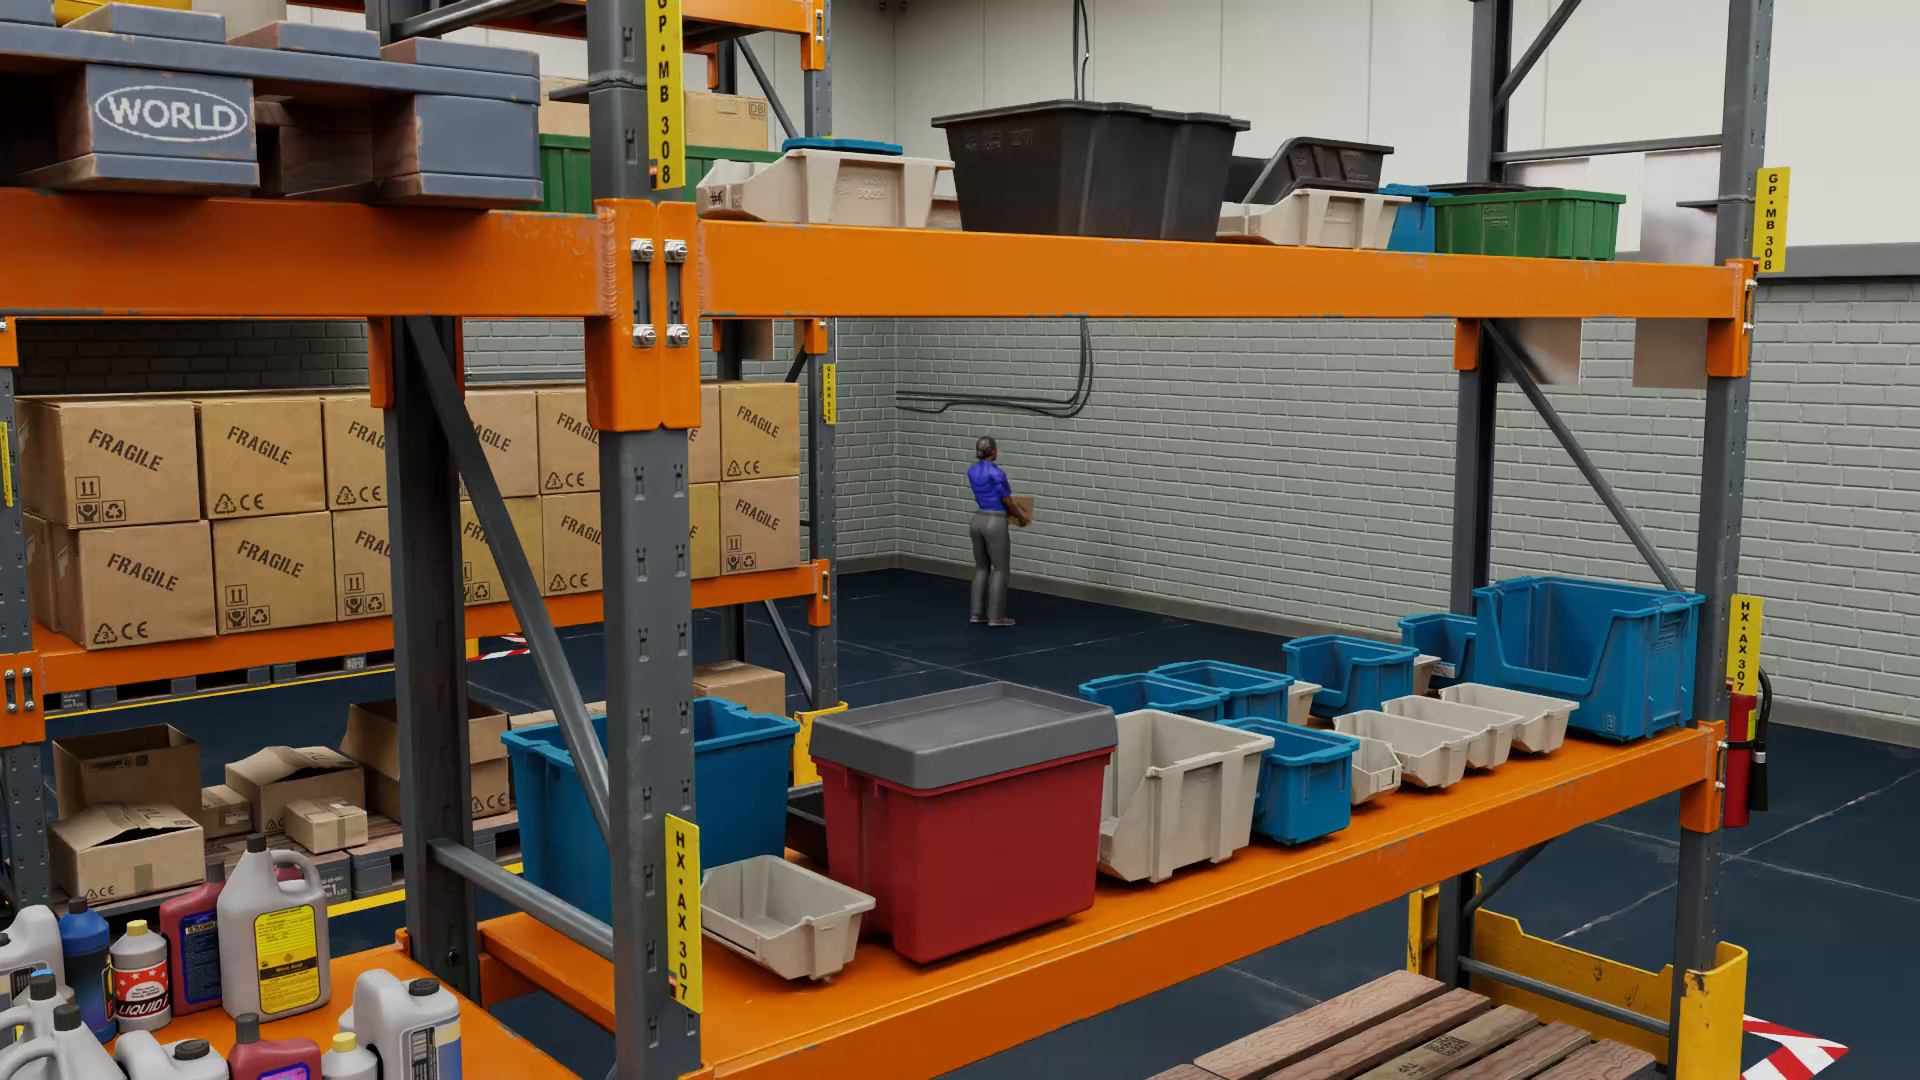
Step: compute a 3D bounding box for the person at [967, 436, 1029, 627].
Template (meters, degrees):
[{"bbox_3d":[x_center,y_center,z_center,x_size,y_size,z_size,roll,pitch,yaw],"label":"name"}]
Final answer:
[{"bbox_3d":[0.332,-0.086,14.495,0.500,1.655,0.449,-6,10,-40],"label":"person"}]
